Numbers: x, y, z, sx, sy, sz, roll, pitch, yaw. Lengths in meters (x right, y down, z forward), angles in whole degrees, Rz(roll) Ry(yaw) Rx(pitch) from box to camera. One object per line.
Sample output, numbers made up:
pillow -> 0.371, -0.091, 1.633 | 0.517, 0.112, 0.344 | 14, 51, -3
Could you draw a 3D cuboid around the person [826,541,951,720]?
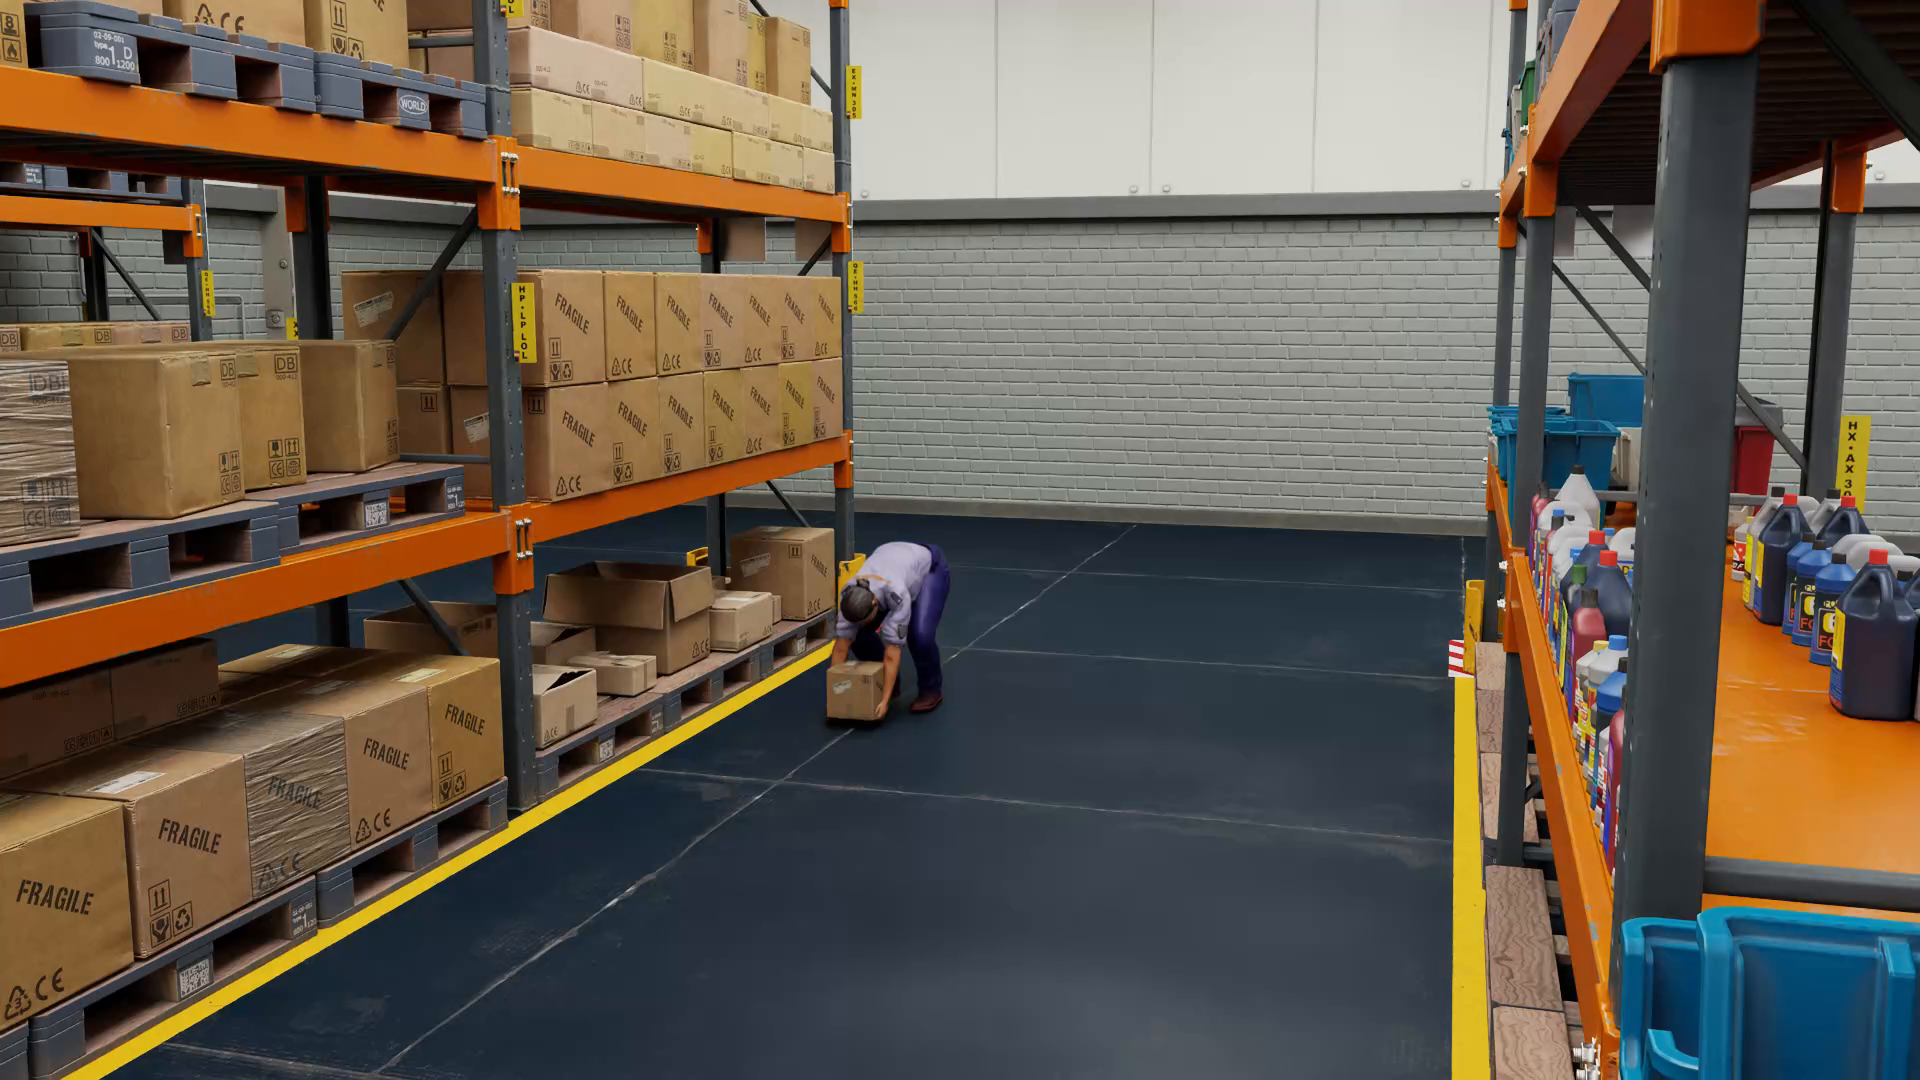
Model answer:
person -> -0.384, 0.476, 8.797 | 0.497, 0.881, 0.898 | 4, 9, 26
